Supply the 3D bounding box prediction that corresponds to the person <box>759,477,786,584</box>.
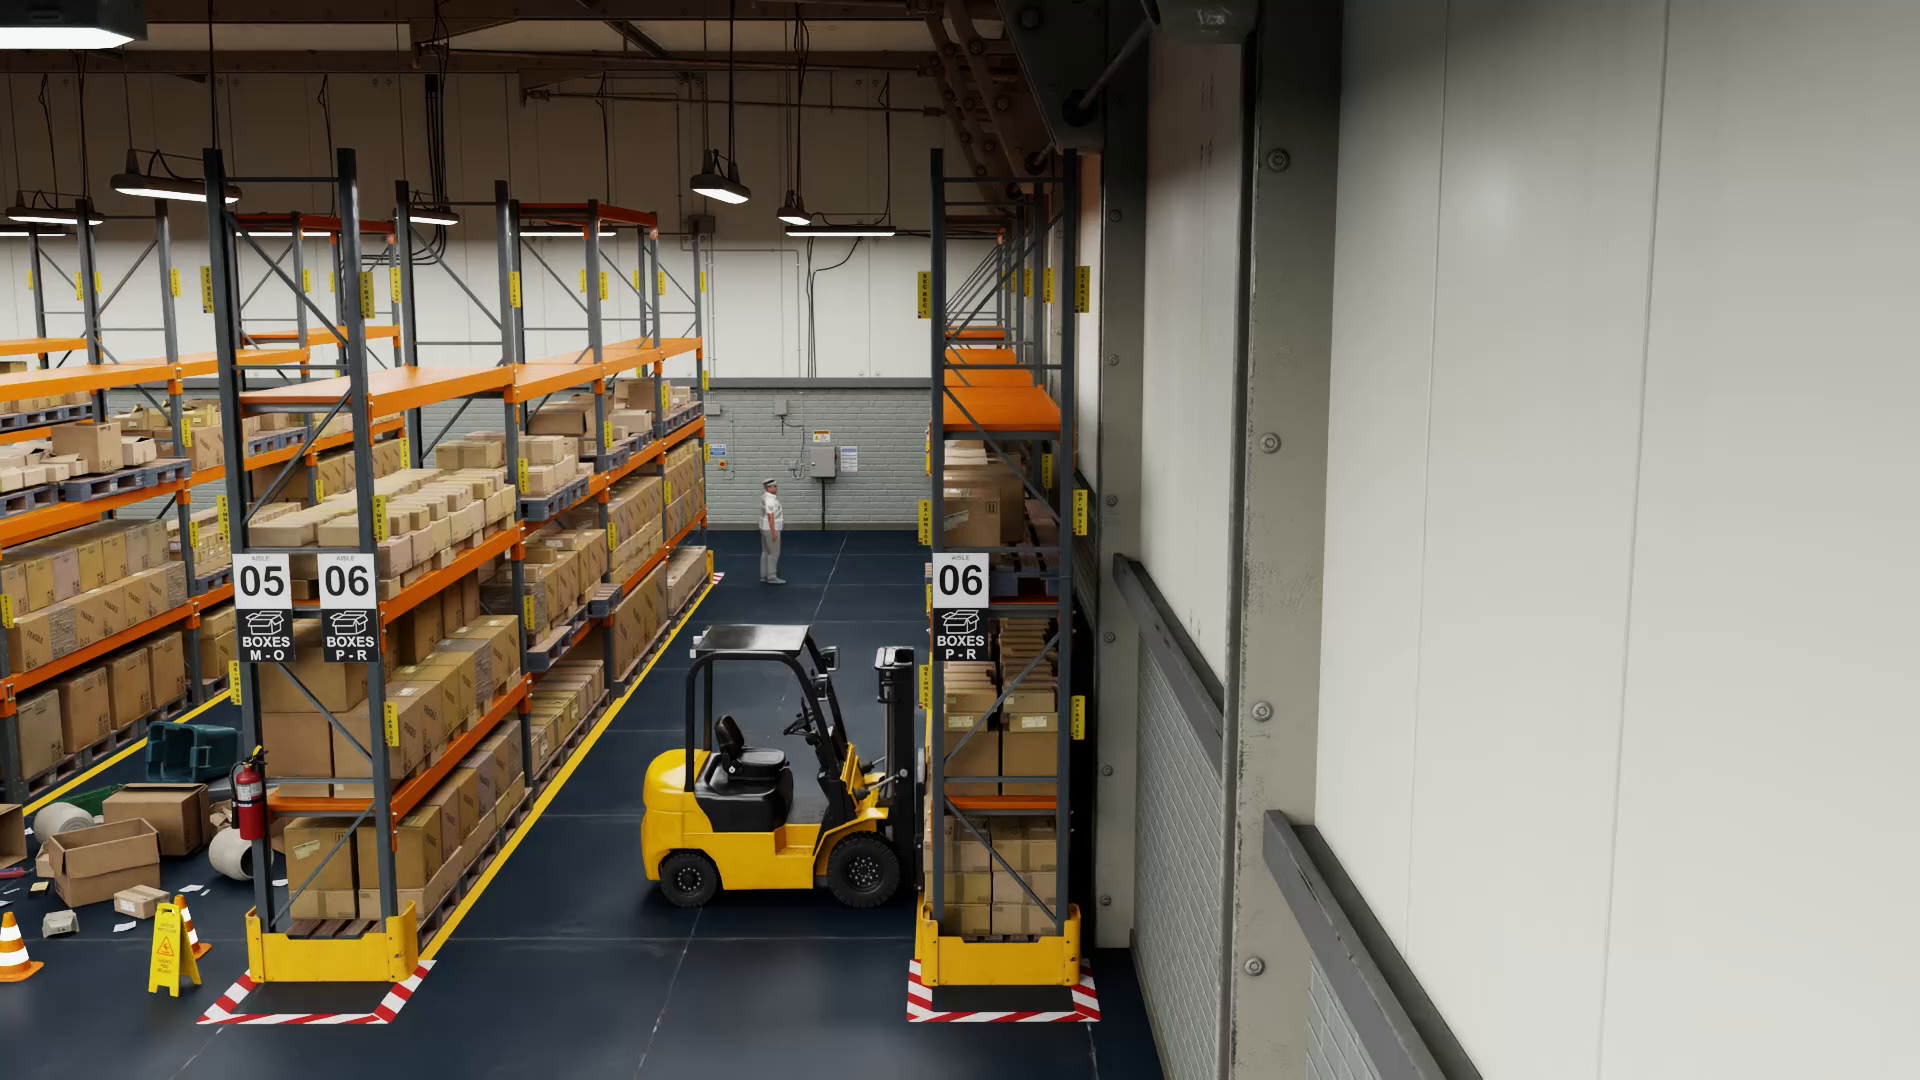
[{"bbox_3d":[-3.168,-0.166,27.922,0.401,1.776,0.657,-3,10,-20],"label":"person"}]
